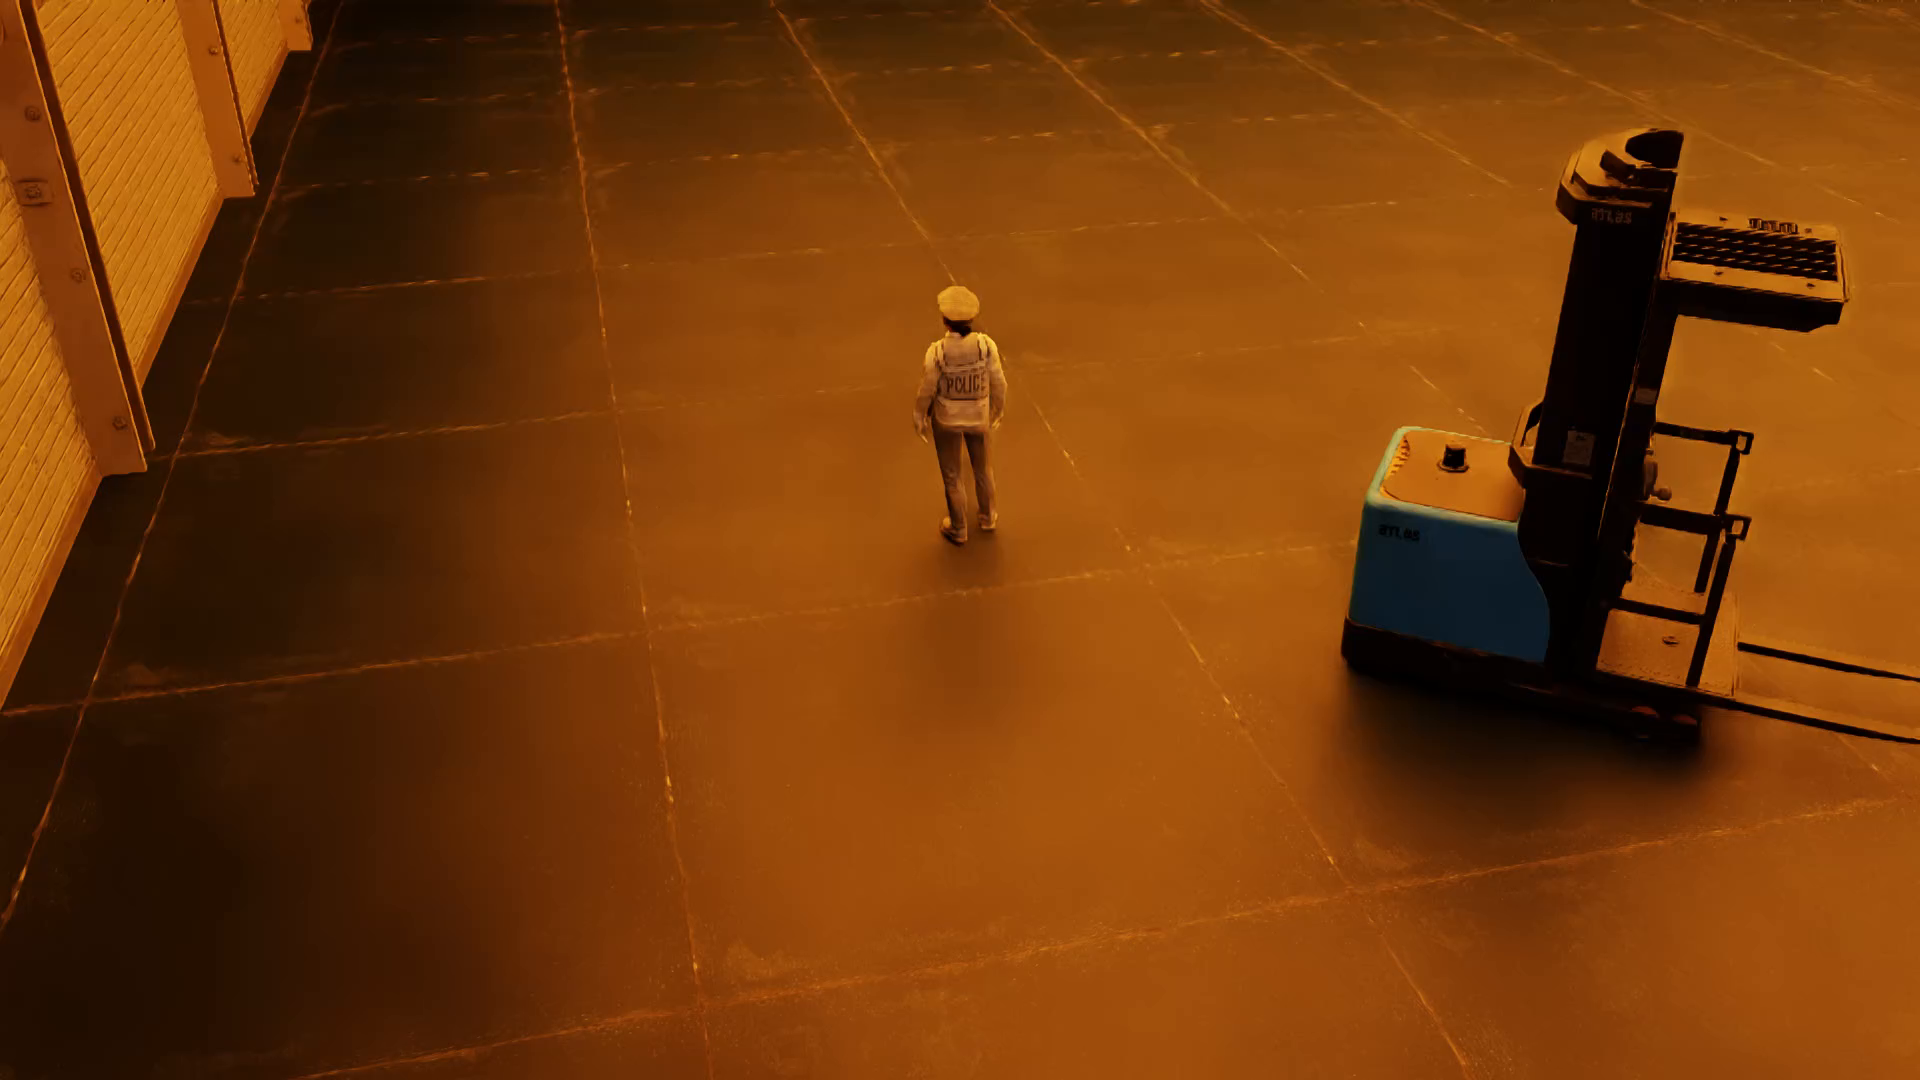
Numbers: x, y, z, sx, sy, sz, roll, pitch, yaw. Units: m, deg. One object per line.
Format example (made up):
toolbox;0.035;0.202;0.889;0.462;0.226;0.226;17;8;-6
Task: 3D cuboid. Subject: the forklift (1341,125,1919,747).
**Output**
forklift;3.691;-0.496;8.431;3.031;2.935;1.130;12;32;20

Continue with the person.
person;-0.009;-0.772;10.131;0.586;1.692;0.532;-7;31;-12
